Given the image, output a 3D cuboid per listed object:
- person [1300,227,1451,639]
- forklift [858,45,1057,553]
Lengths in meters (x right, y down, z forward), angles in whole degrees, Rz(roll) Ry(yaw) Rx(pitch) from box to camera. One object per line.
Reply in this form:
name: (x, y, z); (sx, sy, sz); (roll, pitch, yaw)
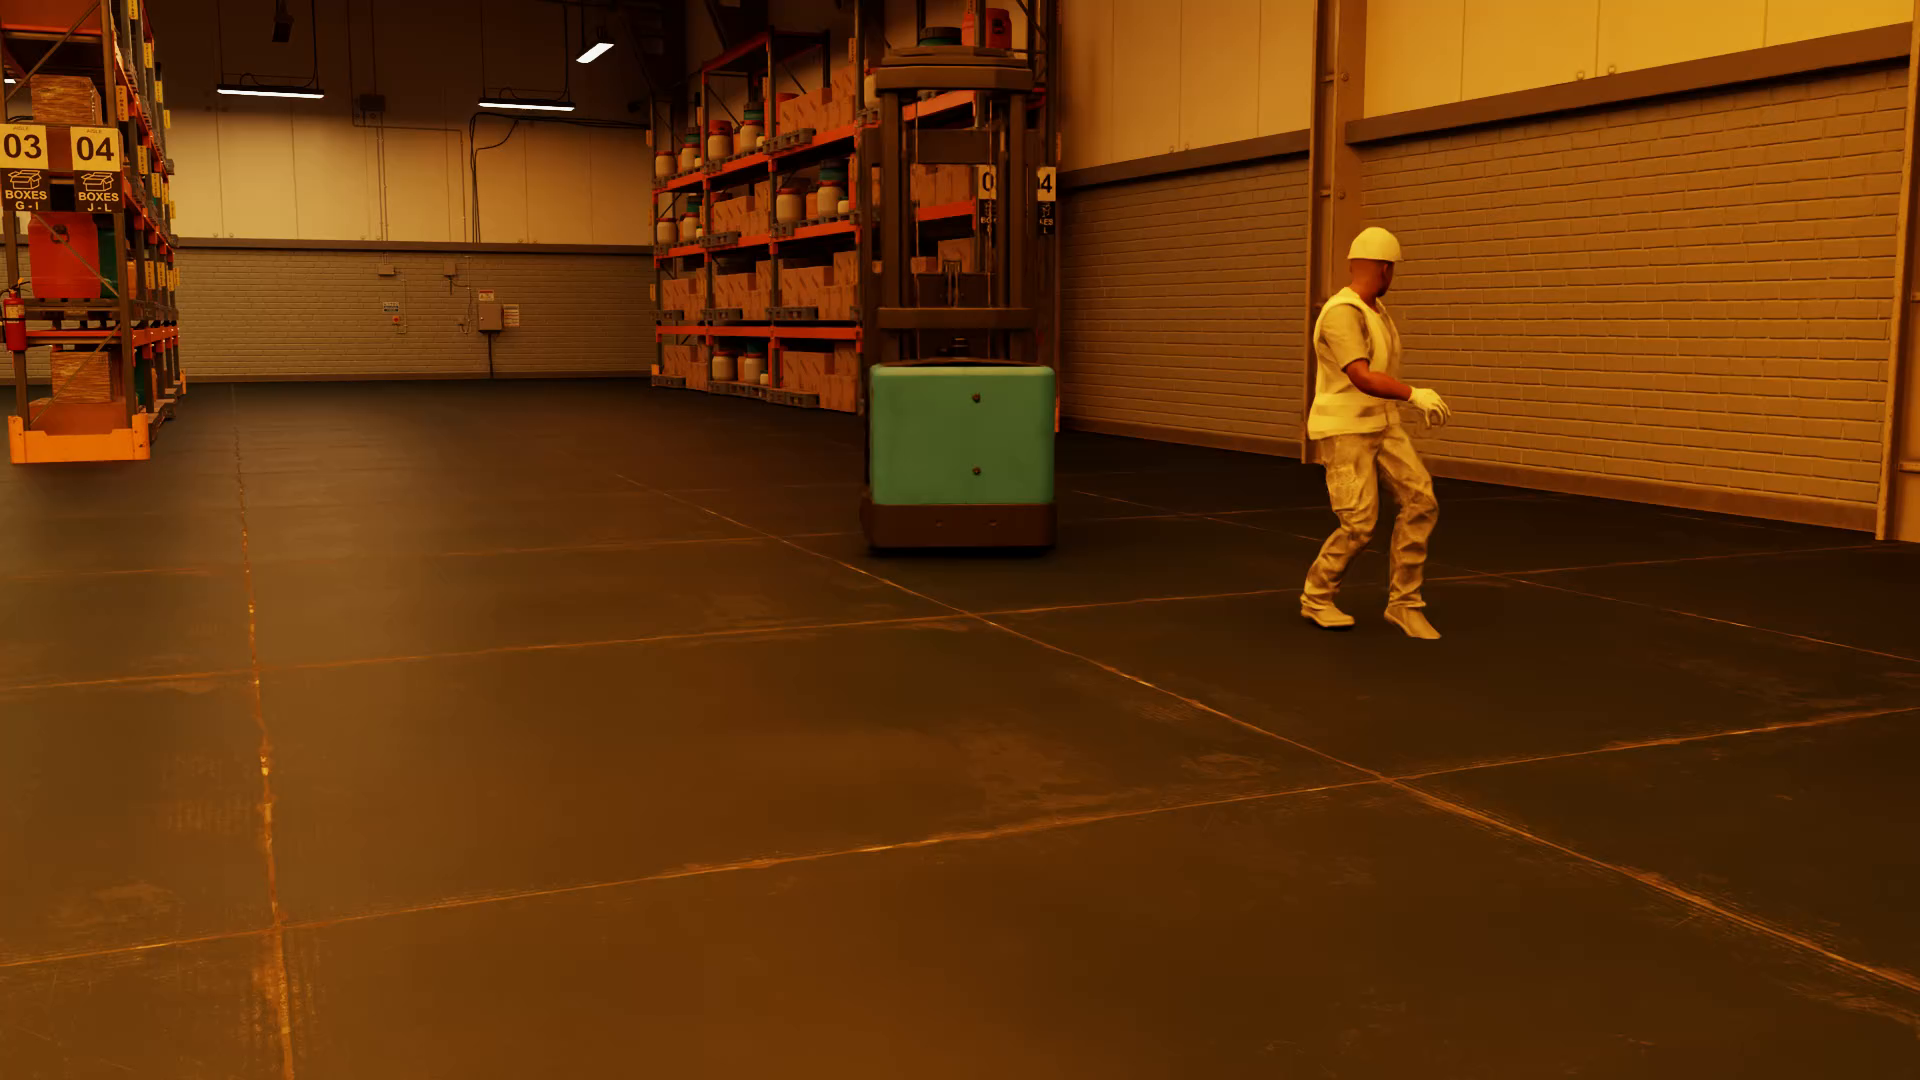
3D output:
person: (1.705, -0.444, 7.150); (0.629, 1.769, 0.844); (-7, 10, -43)
forklift: (-0.089, -1.540, 10.622); (1.130, 2.935, 3.031); (-1, 8, -5)
